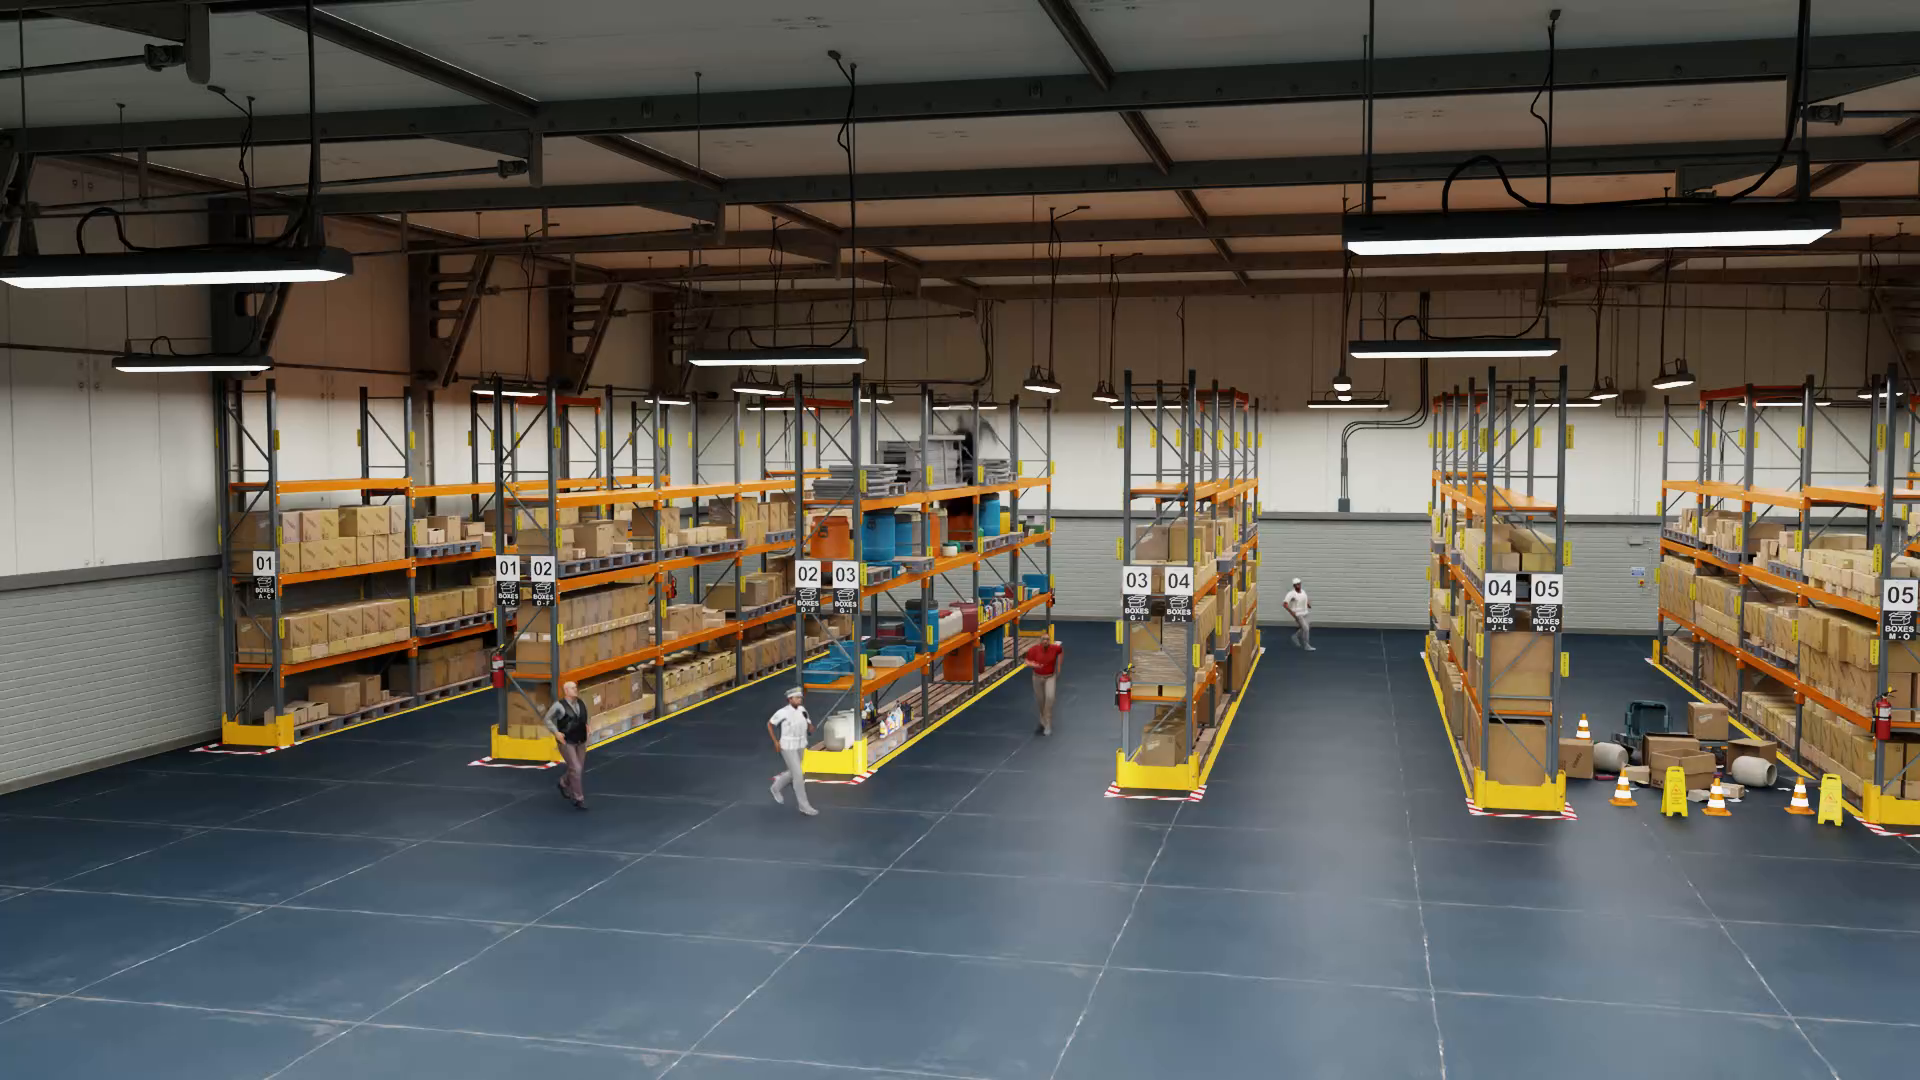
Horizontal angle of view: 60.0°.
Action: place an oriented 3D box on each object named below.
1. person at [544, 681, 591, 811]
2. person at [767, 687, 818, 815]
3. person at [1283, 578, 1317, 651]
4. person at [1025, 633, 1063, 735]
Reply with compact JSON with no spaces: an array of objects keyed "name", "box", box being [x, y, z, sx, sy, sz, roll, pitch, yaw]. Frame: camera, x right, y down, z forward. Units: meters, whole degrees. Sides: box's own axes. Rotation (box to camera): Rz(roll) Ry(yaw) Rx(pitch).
[{"name":"person","box":[-5.322,2.784,22.694,0.803,1.725,0.665,3,4,39]},{"name":"person","box":[-2.254,2.792,22.307,0.939,1.683,0.574,3,4,39]},{"name":"person","box":[8.061,1.766,39.550,0.763,1.720,0.769,-2,4,-35]},{"name":"person","box":[1.454,2.446,28.731,0.658,1.752,1.015,0,3,4]}]
